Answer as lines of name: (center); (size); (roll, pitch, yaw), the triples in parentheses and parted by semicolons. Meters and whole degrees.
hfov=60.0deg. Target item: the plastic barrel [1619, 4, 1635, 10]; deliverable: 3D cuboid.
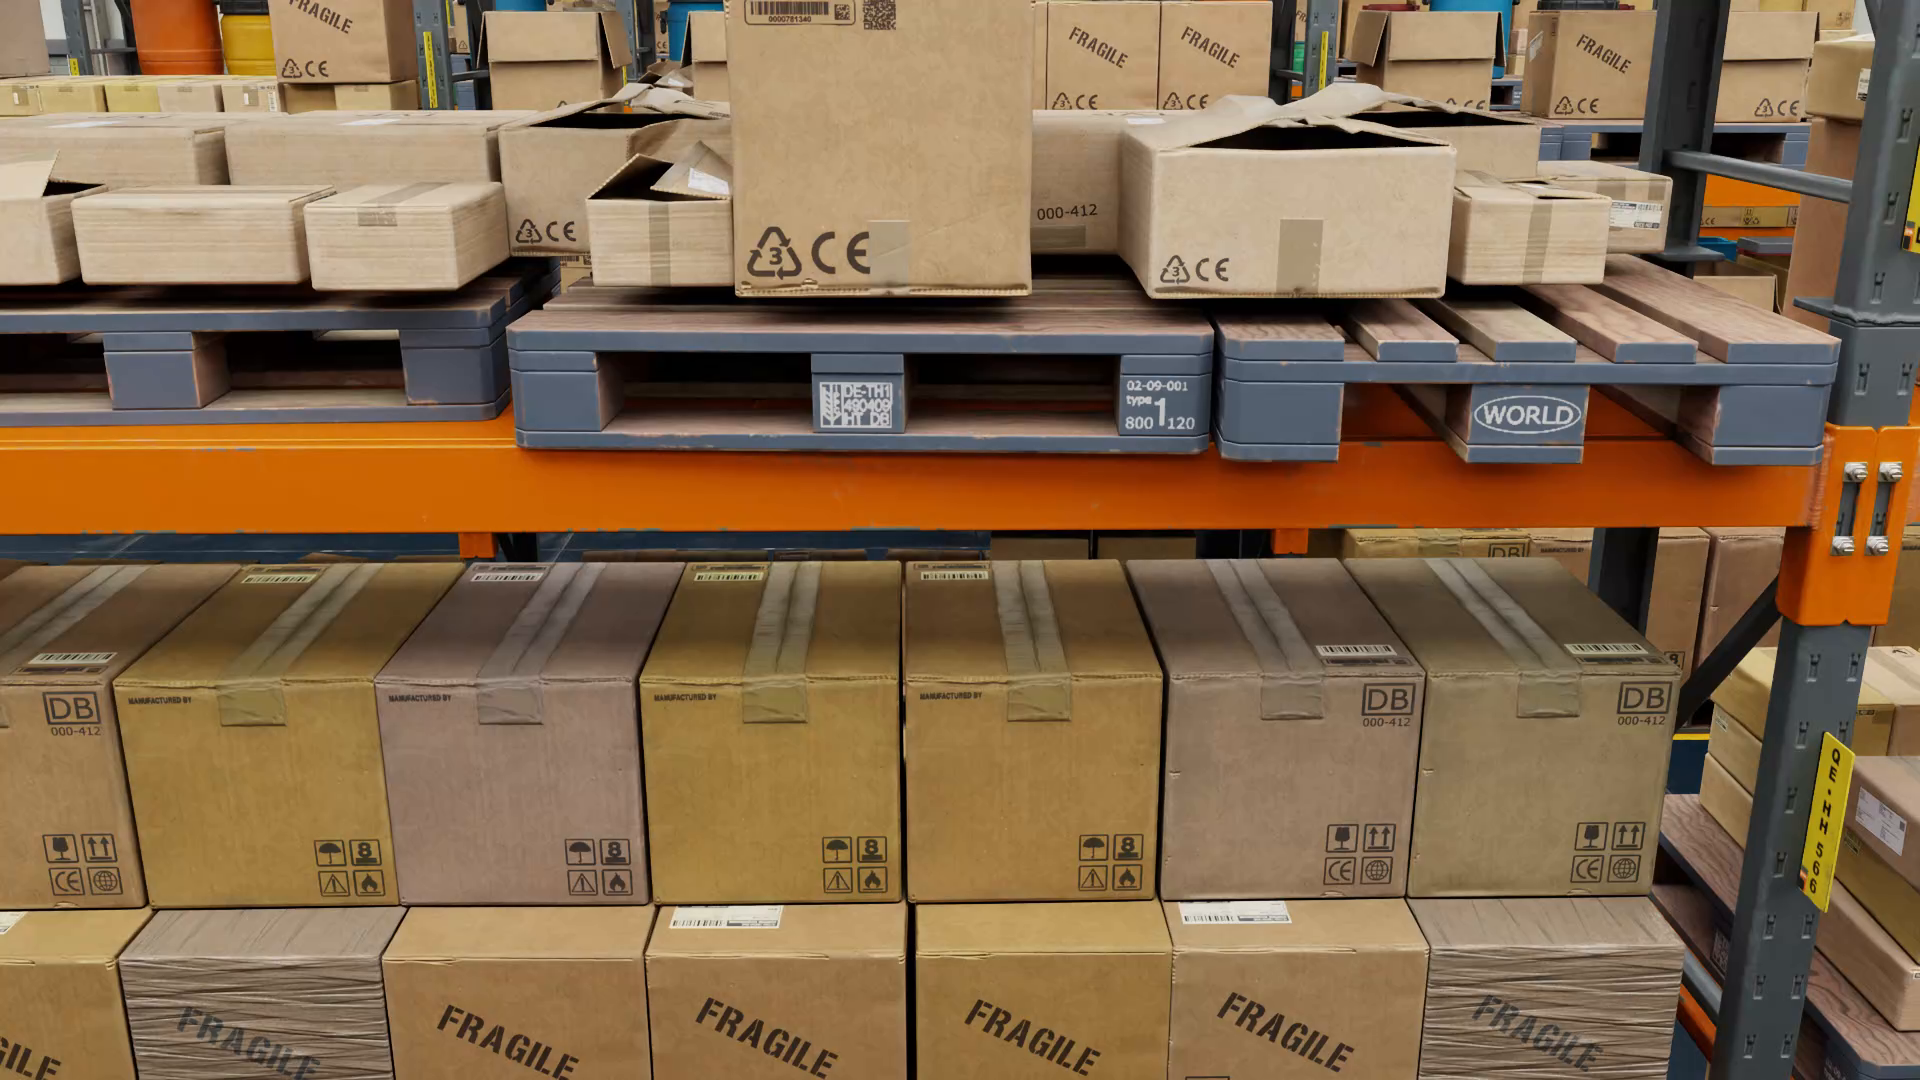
plastic barrel: (5.015, -3.906, 12.992); (0.433, 0.535, 0.433); (0, 18, 0)

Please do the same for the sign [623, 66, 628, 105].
sign: (-2.456, -3.365, 12.200); (0.005, 0.325, 0.100); (0, 18, -1)

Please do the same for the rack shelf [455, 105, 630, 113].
rack shelf: (-4.453, -3.176, 12.805); (4.000, 0.370, 1.077); (0, 18, -1)

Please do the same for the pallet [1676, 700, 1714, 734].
pallet: (3.631, 0.735, 8.910); (1.213, 0.211, 1.003); (0, 18, -1)

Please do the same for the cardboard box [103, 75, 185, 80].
cardboard box: (-4.008, -2.209, 8.205); (0.250, 0.149, 0.380); (-1, 18, -2)

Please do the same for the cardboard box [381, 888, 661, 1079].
cardboard box: (-0.863, 0.956, 3.494); (0.500, 0.500, 0.500); (0, 18, -1)

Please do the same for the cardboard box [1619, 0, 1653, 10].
cardboard box: (6.959, -5.581, 17.323); (0.500, 0.500, 0.700); (0, 18, -1)

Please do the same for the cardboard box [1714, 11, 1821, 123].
cardboard box: (3.666, -2.301, 8.041); (0.637, 0.503, 0.797); (-1, 18, -2)

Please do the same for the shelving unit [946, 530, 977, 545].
shelving unit: (0.008, -0.429, 11.410); (0.210, 0.900, 0.258); (0, 18, -1)

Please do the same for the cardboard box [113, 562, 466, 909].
cardboard box: (-1.387, 0.397, 3.599); (0.500, 0.500, 0.700); (-1, 18, -2)

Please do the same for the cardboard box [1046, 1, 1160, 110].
cardboard box: (0.639, -2.236, 7.715); (0.500, 0.500, 0.500); (0, 18, -1)

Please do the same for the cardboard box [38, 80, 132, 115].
cardboard box: (-4.013, -2.036, 7.667); (0.250, 0.149, 0.380); (1, 18, 2)

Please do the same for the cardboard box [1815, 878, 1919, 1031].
cardboard box: (2.052, 0.888, 3.593); (0.250, 0.149, 0.380); (-1, 18, -2)

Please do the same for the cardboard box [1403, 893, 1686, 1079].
cardboard box: (1.155, 0.945, 3.527); (0.500, 0.500, 0.500); (0, 18, -1)

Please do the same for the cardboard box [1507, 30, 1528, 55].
cardboard box: (5.961, -5.173, 17.279); (0.500, 0.250, 0.500); (0, 18, -1)

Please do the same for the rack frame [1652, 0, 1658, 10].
rack frame: (5.546, -4.995, 12.388); (0.127, 3.000, 1.000); (0, 18, -1)

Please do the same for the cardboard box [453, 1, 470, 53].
cardboard box: (-4.863, -5.261, 17.045); (0.500, 0.500, 0.500); (0, 18, -1)

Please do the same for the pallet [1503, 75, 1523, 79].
pallet: (4.763, -3.443, 12.770); (1.003, 0.211, 1.213); (0, 18, -1)

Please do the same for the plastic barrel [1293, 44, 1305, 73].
plastic barrel: (2.609, -3.609, 12.542); (0.294, 0.245, 0.294); (0, 18, 0)

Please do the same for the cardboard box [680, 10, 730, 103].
cardboard box: (-0.962, -2.242, 7.858); (0.637, 0.503, 0.797); (0, 18, 1)

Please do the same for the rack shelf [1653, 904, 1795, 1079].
rack shelf: (3.601, 1.242, 3.944); (4.000, 0.370, 1.077); (0, 18, -1)

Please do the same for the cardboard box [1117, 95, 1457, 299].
cardboard box: (0.561, -0.628, 2.979); (0.500, 0.311, 0.500); (0, 18, -1)

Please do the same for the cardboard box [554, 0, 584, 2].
cardboard box: (-5.206, -6.989, 21.679); (0.500, 0.500, 0.500); (0, 18, 1)

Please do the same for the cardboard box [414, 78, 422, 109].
cardboard box: (-2.705, -2.227, 8.260); (0.250, 0.149, 0.380); (-1, 18, -2)

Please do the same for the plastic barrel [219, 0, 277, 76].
plastic barrel: (-5.315, -3.843, 12.711); (0.600, 0.588, 0.600); (0, 18, 0)

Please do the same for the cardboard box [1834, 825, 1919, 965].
cardboard box: (2.088, 0.746, 3.549); (0.250, 0.149, 0.380); (1, 18, 2)

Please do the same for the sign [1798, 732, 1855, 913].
sign: (1.614, 0.527, 3.099); (0.005, 0.325, 0.100); (0, 18, -1)

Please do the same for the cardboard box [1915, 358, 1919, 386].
cardboard box: (2.177, -0.489, 3.086); (0.500, 0.500, 0.500); (0, 18, -1)

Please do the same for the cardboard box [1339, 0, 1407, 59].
cardboard box: (4.298, -5.385, 17.498); (0.600, 0.600, 0.600); (0, 18, -1)

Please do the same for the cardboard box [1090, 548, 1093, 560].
cardboard box: (0.955, 0.383, 8.814); (0.500, 0.500, 0.700); (-1, 18, -4)

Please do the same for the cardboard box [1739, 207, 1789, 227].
cardboard box: (8.508, -3.630, 17.788); (0.500, 0.500, 0.500); (0, 18, 0)

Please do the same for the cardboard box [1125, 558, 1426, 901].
cardboard box: (0.647, 0.387, 3.630); (0.500, 0.500, 0.700); (-1, 18, -2)

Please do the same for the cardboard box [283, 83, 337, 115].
cardboard box: (-2.964, -2.071, 7.775); (0.250, 0.149, 0.380); (0, 18, 0)

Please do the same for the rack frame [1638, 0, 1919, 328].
rack frame: (1.601, -1.948, 2.888); (0.127, 3.000, 1.000); (0, 18, -1)

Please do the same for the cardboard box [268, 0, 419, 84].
cardboard box: (-2.821, -2.363, 7.623); (0.500, 0.500, 0.500); (-1, 18, -2)

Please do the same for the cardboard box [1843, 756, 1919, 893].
cardboard box: (2.071, 0.602, 3.510); (0.250, 0.149, 0.380); (0, 18, -1)

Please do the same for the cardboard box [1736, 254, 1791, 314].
cardboard box: (4.299, -1.146, 8.403); (0.637, 0.503, 0.797); (0, 18, 0)

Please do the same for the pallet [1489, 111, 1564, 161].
pallet: (2.267, -1.964, 8.159); (1.003, 0.211, 1.213); (1, 18, 2)

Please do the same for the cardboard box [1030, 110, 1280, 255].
cardboard box: (0.373, -0.757, 3.481); (0.500, 0.250, 0.500); (0, 18, 1)

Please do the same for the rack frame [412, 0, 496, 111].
rack frame: (-2.375, -3.444, 7.552); (0.127, 3.000, 1.000); (0, 18, -1)

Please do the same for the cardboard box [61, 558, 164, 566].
cardboard box: (-4.527, 0.414, 8.752); (0.500, 0.500, 0.500); (1, 18, 4)

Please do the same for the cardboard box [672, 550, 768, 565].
cardboard box: (-1.284, 0.400, 8.761); (0.500, 0.500, 0.700); (0, 18, -1)

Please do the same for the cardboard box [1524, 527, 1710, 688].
cardboard box: (3.206, 0.206, 8.785); (0.875, 0.875, 1.225); (0, 18, -1)

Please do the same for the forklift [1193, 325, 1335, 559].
forklift: (3.093, -1.377, 11.042); (3.031, 2.935, 1.130); (0, 18, 1)

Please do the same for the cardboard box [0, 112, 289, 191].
cardboard box: (-1.694, -0.729, 3.392); (0.500, 0.250, 0.500); (0, 18, 0)

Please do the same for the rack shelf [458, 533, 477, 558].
rack shelf: (-4.375, -0.235, 8.548); (4.000, 0.370, 1.077); (0, 18, -1)

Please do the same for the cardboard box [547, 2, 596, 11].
cardboard box: (-4.177, -5.388, 17.436); (0.637, 0.503, 0.797); (2, 18, 5)

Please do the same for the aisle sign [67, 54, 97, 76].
aisle sign: (-6.520, -3.229, 12.446); (0.004, 0.787, 0.394); (0, 18, -1)

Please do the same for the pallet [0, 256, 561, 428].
pallet: (-1.482, -0.429, 3.376); (1.217, 0.209, 0.805); (-1, 18, -3)
